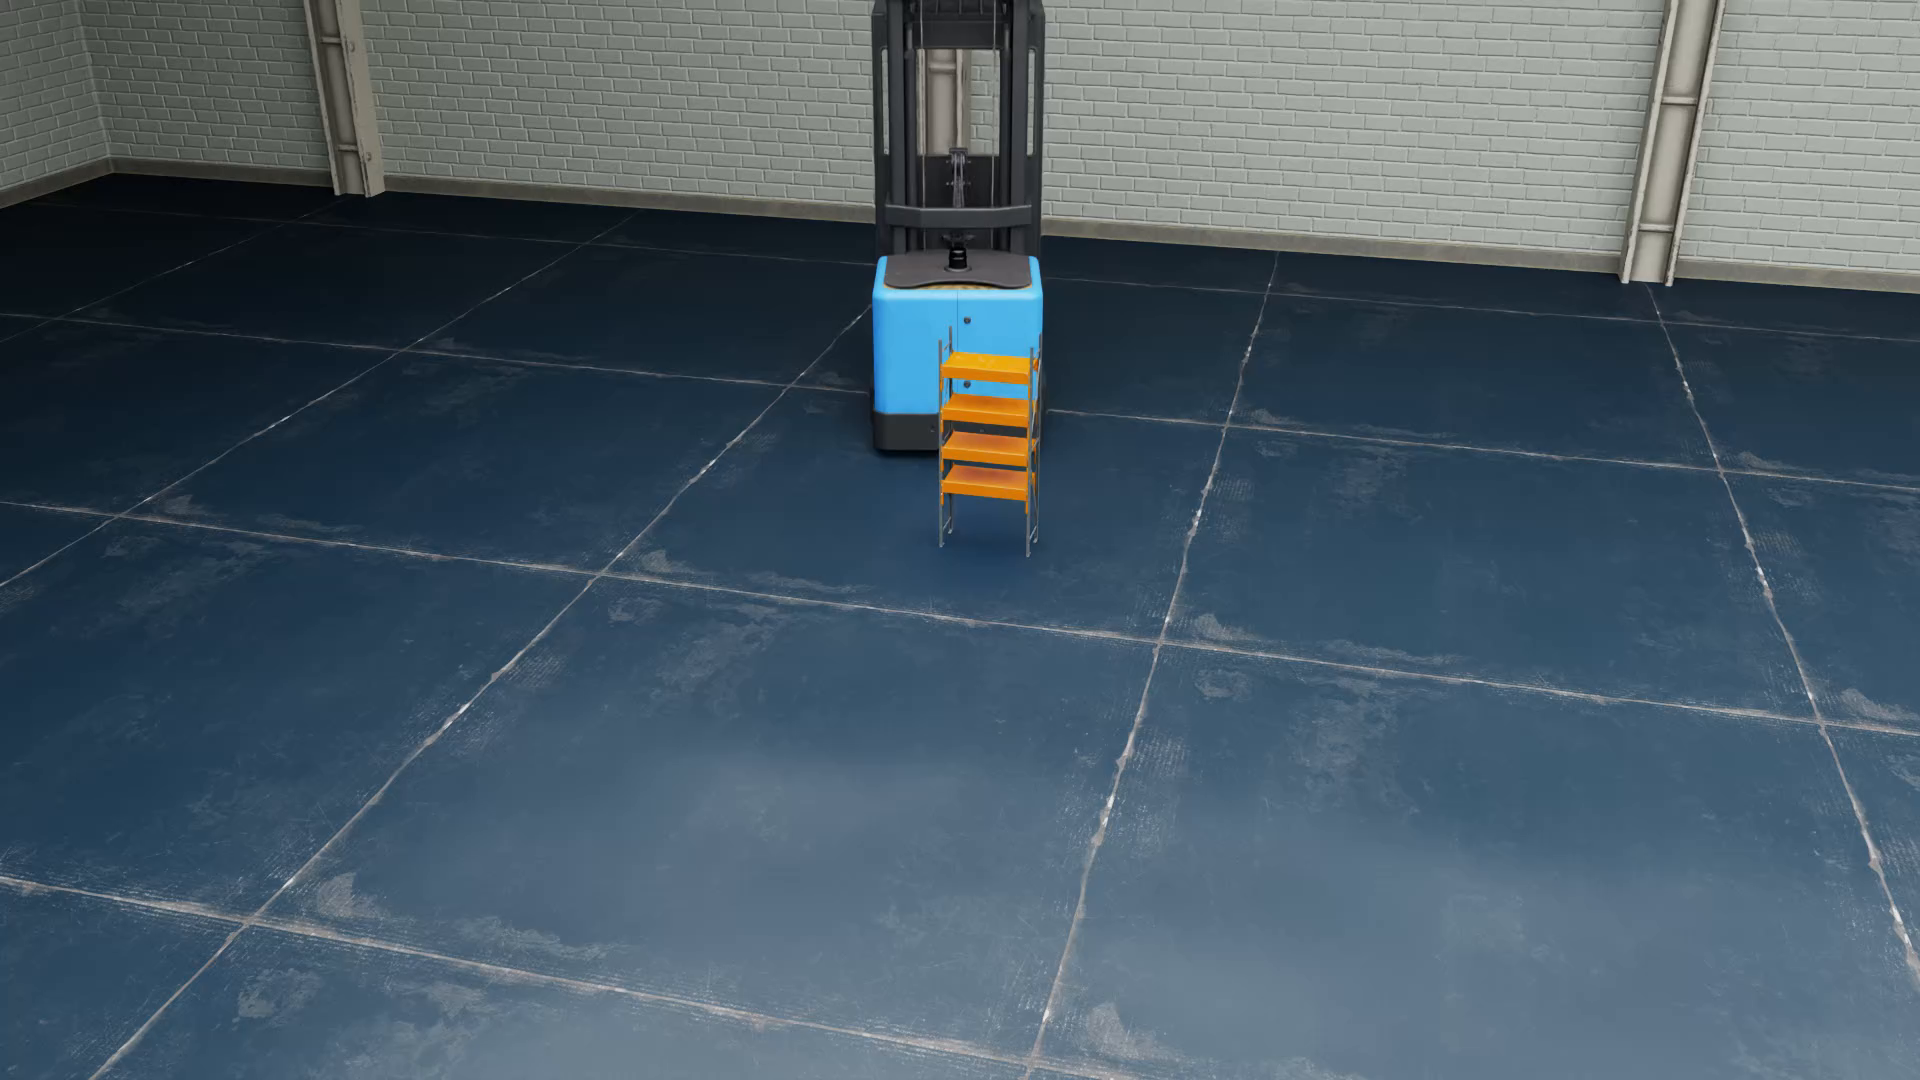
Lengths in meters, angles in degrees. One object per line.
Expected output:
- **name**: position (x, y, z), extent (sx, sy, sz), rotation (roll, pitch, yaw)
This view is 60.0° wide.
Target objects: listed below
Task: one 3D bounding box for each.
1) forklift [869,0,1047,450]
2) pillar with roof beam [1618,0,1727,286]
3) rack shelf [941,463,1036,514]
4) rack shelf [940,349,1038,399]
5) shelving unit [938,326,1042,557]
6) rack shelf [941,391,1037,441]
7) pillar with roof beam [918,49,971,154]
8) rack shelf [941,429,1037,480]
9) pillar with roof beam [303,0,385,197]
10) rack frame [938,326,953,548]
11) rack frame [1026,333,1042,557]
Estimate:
- **forklift**: position (-0.010, -2.461, 11.010), extent (1.130, 2.935, 3.031), rotation (0, 25, 0)
- **pillar with roof beam**: position (4.607, -4.434, 8.094), extent (0.400, 9.000, 9.100), rotation (6, 26, 13)
- **rack shelf**: position (0.160, -0.284, 9.069), extent (0.480, 0.148, 0.258), rotation (6, 26, 13)
- **rack shelf**: position (0.160, -0.879, 8.786), extent (0.480, 0.148, 0.258), rotation (6, 26, 13)
- **shelving unit**: position (0.160, -0.524, 8.955), extent (0.503, 1.200, 0.258), rotation (6, 26, 13)
- **rack shelf**: position (0.160, -0.665, 8.888), extent (0.480, 0.148, 0.258), rotation (6, 26, 13)
- **pillar with roof beam**: position (-1.204, -5.076, 9.443), extent (0.400, 9.000, 9.100), rotation (6, 26, 13)
- **rack shelf**: position (0.160, -0.463, 8.984), extent (0.480, 0.148, 0.258), rotation (6, 26, 13)
- **pillar with roof beam**: position (-7.015, -5.718, 10.792), extent (0.400, 9.000, 9.100), rotation (6, 26, 13)
- **rack frame**: position (-0.076, -0.550, 9.010), extent (0.015, 1.200, 0.240), rotation (6, 26, 13)
- **rack frame**: position (0.397, -0.498, 8.900), extent (0.015, 1.200, 0.240), rotation (6, 26, 13)
